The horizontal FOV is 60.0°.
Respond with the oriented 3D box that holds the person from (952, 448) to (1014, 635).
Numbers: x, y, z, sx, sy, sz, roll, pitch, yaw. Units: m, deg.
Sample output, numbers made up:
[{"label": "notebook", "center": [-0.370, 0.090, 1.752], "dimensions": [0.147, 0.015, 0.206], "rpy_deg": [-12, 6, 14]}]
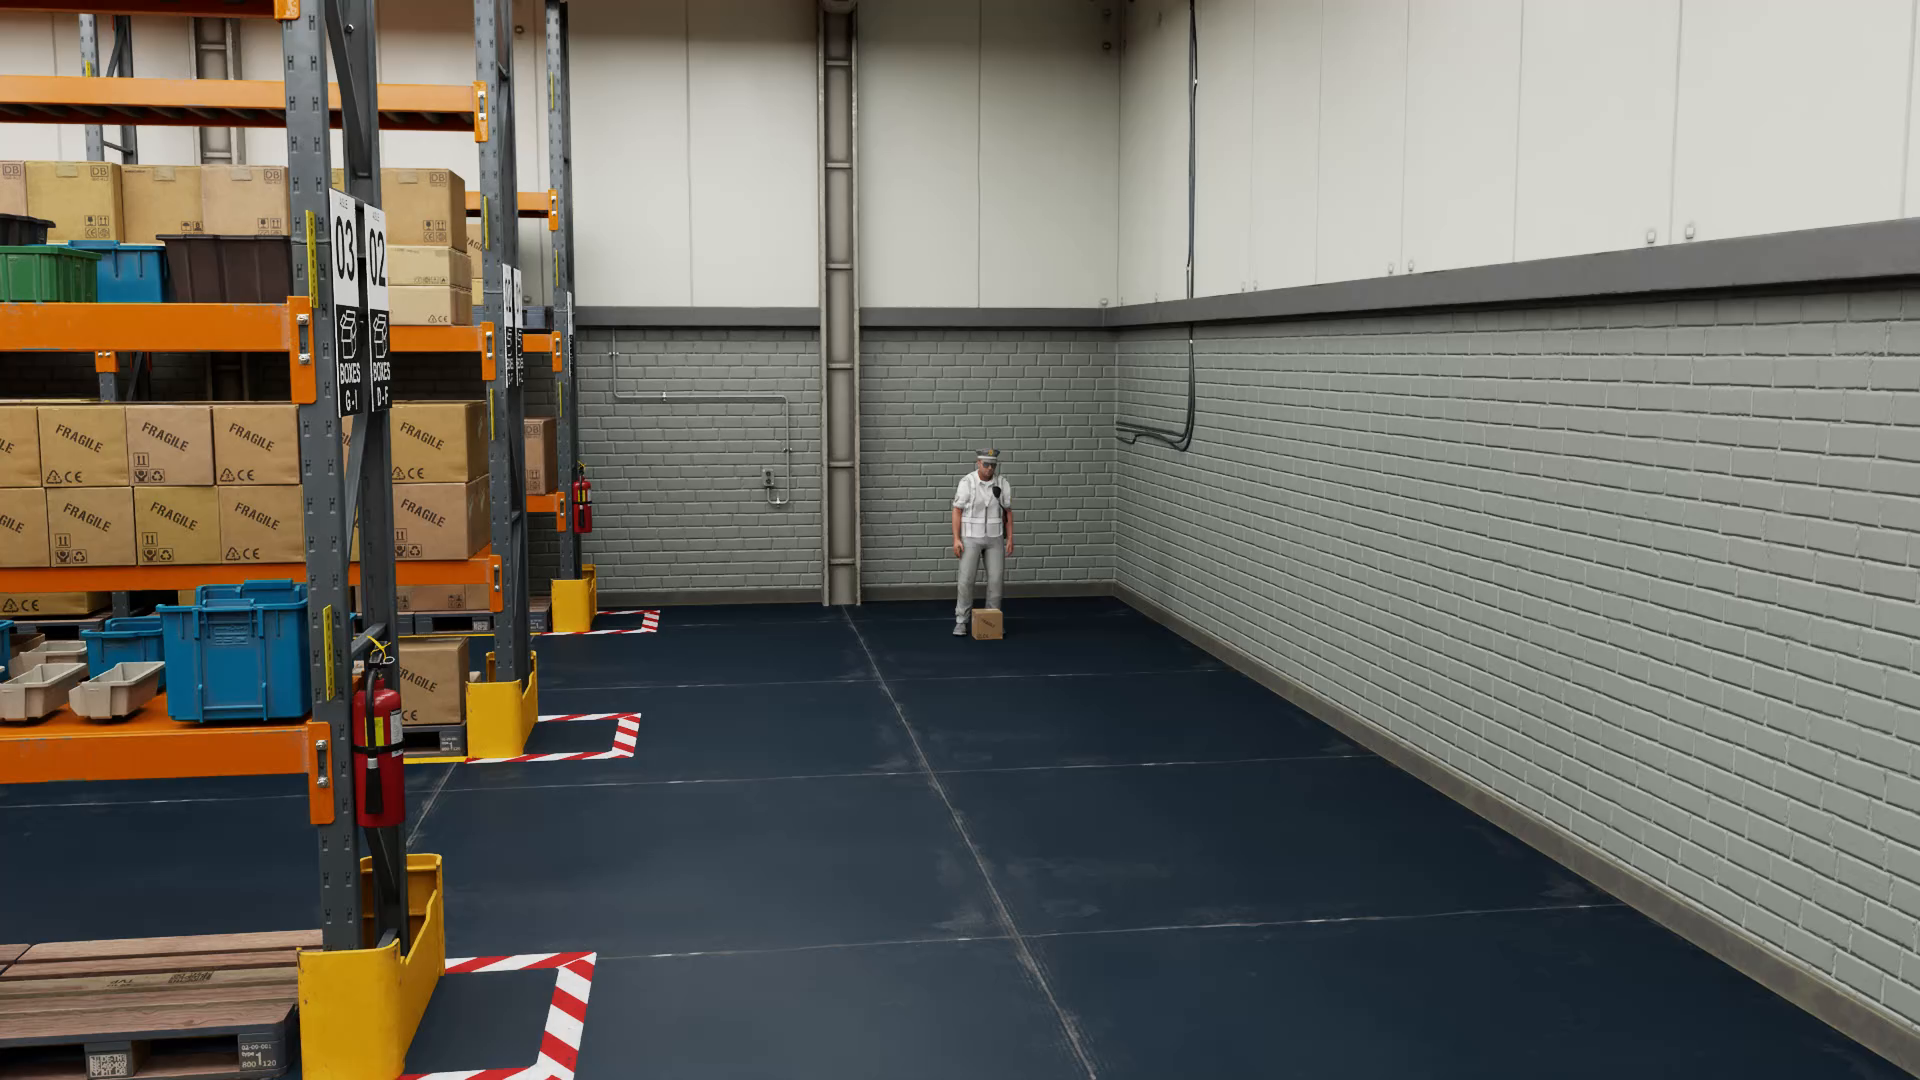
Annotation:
[{"label": "person", "center": [0.209, 0.004, 15.637], "dimensions": [0.606, 1.748, 0.442], "rpy_deg": [-1, 7, -12]}]
